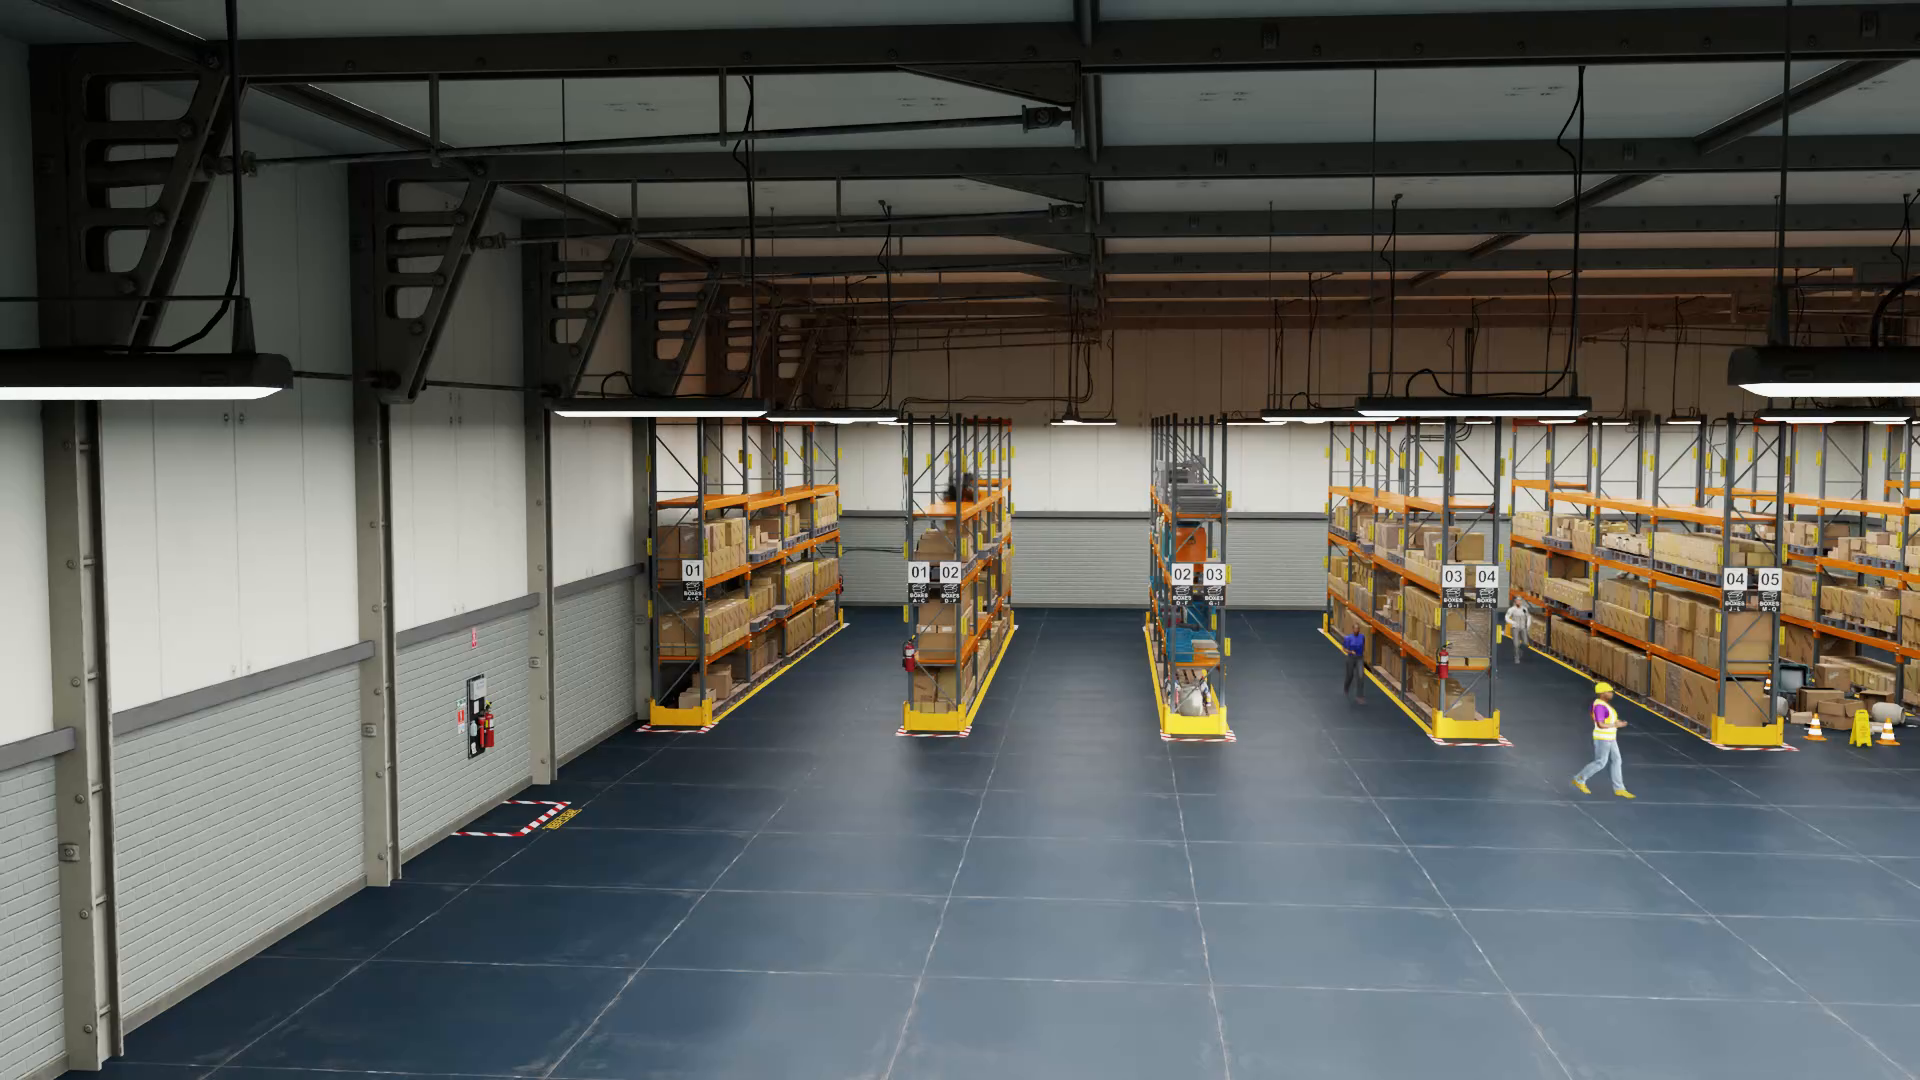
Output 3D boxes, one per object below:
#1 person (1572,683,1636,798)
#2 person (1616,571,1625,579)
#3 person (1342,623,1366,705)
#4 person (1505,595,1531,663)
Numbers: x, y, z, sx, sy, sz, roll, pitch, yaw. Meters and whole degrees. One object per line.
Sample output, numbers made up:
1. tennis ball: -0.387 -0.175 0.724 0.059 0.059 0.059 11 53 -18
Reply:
1. person: 9.952 3.079 25.659 0.917 1.763 0.701 2 5 31
2. person: 18.789 1.706 47.210 0.767 1.664 0.581 0 4 3
3. person: 8.237 2.611 34.780 0.542 1.585 0.868 0 4 0
4. person: 13.638 2.169 40.587 0.671 1.664 0.532 0 4 0
